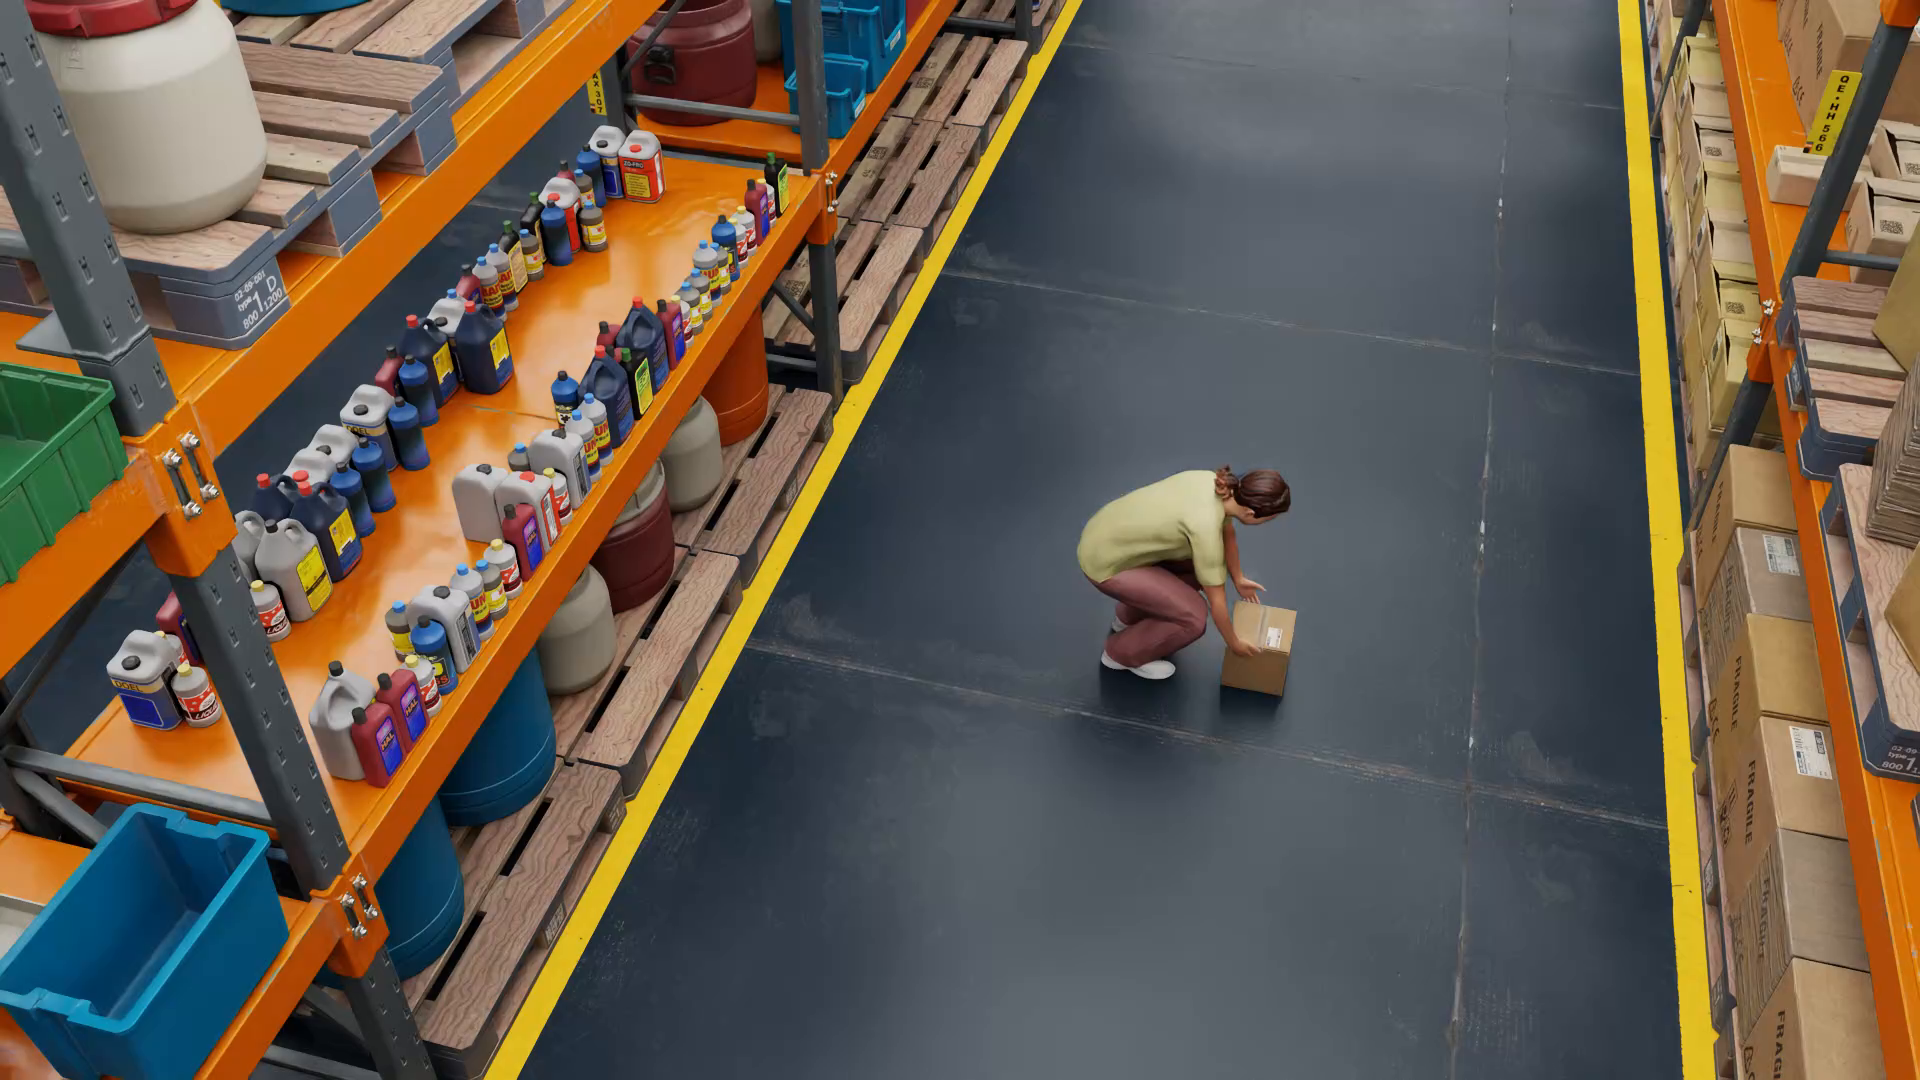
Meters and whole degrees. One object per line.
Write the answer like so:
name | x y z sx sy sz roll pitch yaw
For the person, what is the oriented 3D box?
person | 0.867 0.086 6.596 0.787 0.974 0.494 10 42 11
